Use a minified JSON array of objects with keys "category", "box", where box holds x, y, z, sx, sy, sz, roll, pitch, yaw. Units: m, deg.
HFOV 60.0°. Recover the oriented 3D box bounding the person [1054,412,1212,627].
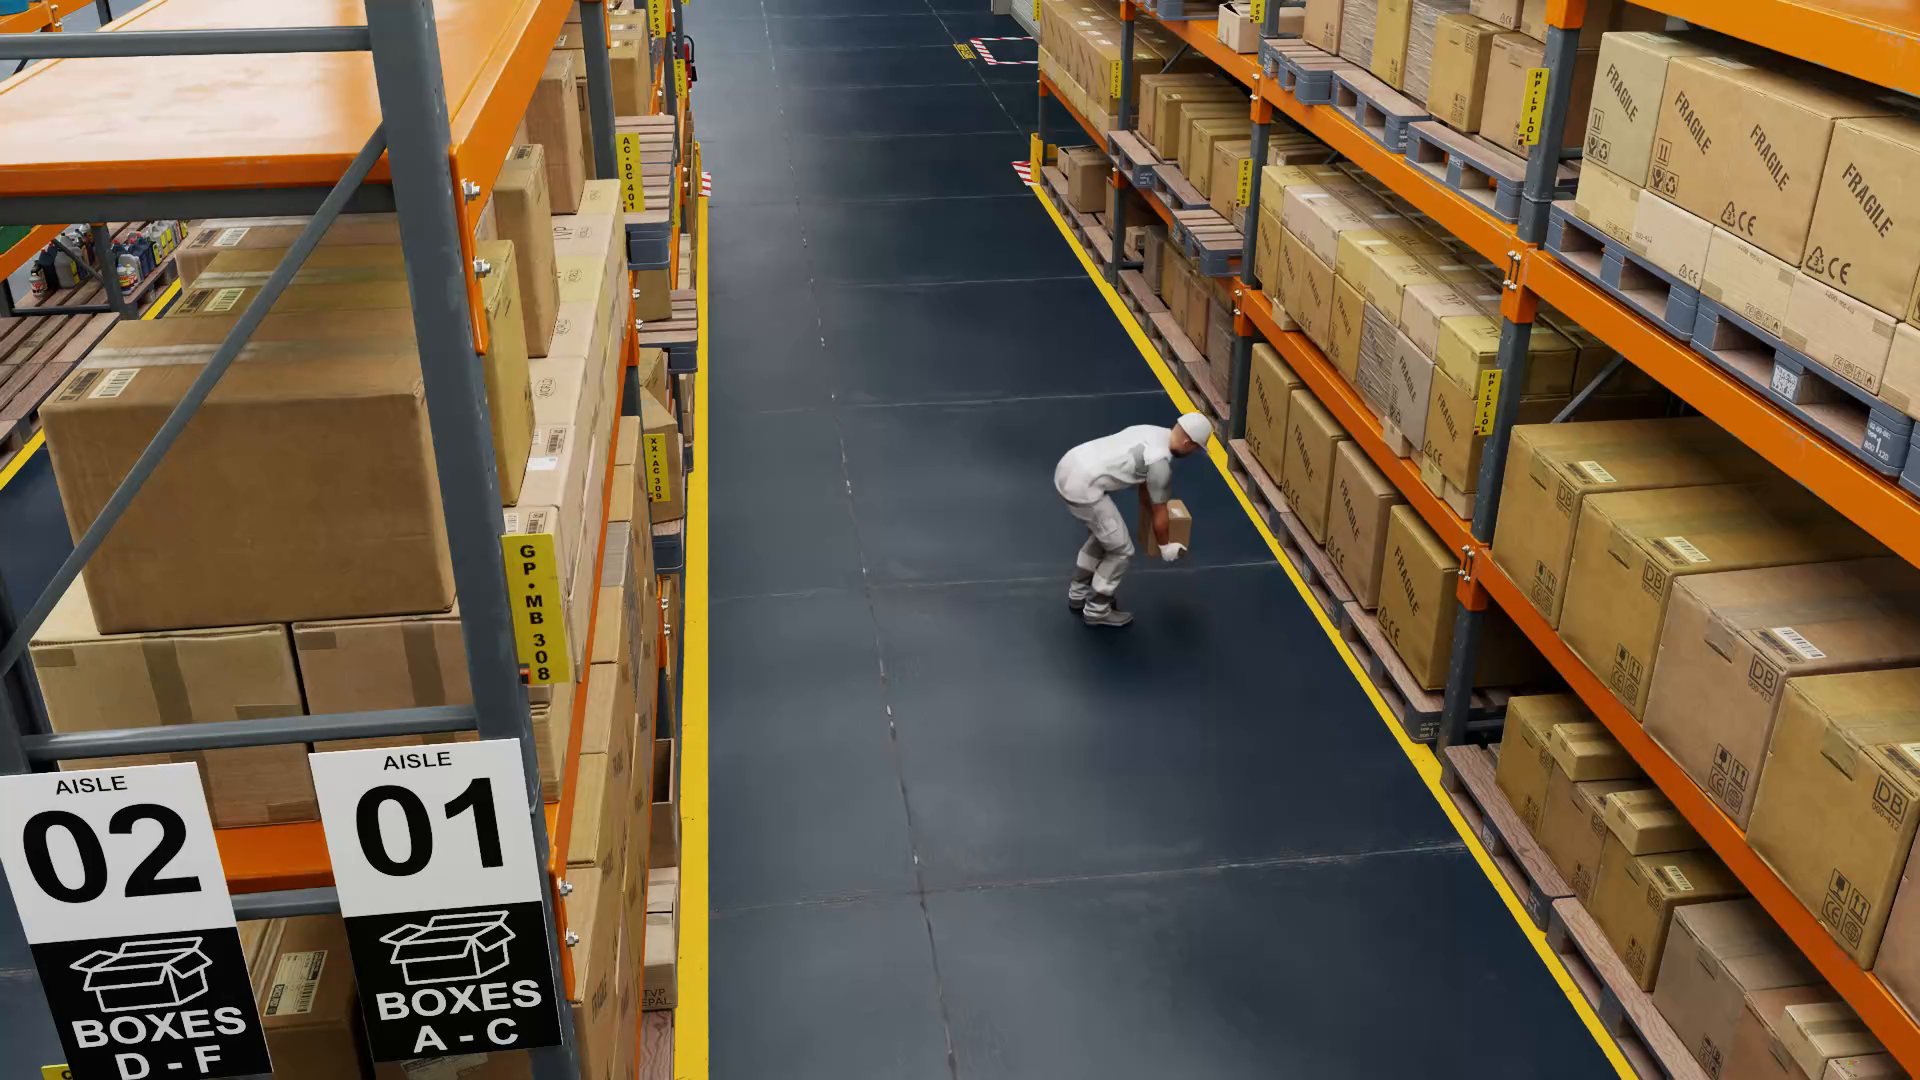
[{"category":"person","box":[1.017,-0.135,9.895,0.919,1.287,0.499,-5,27,-9]}]
